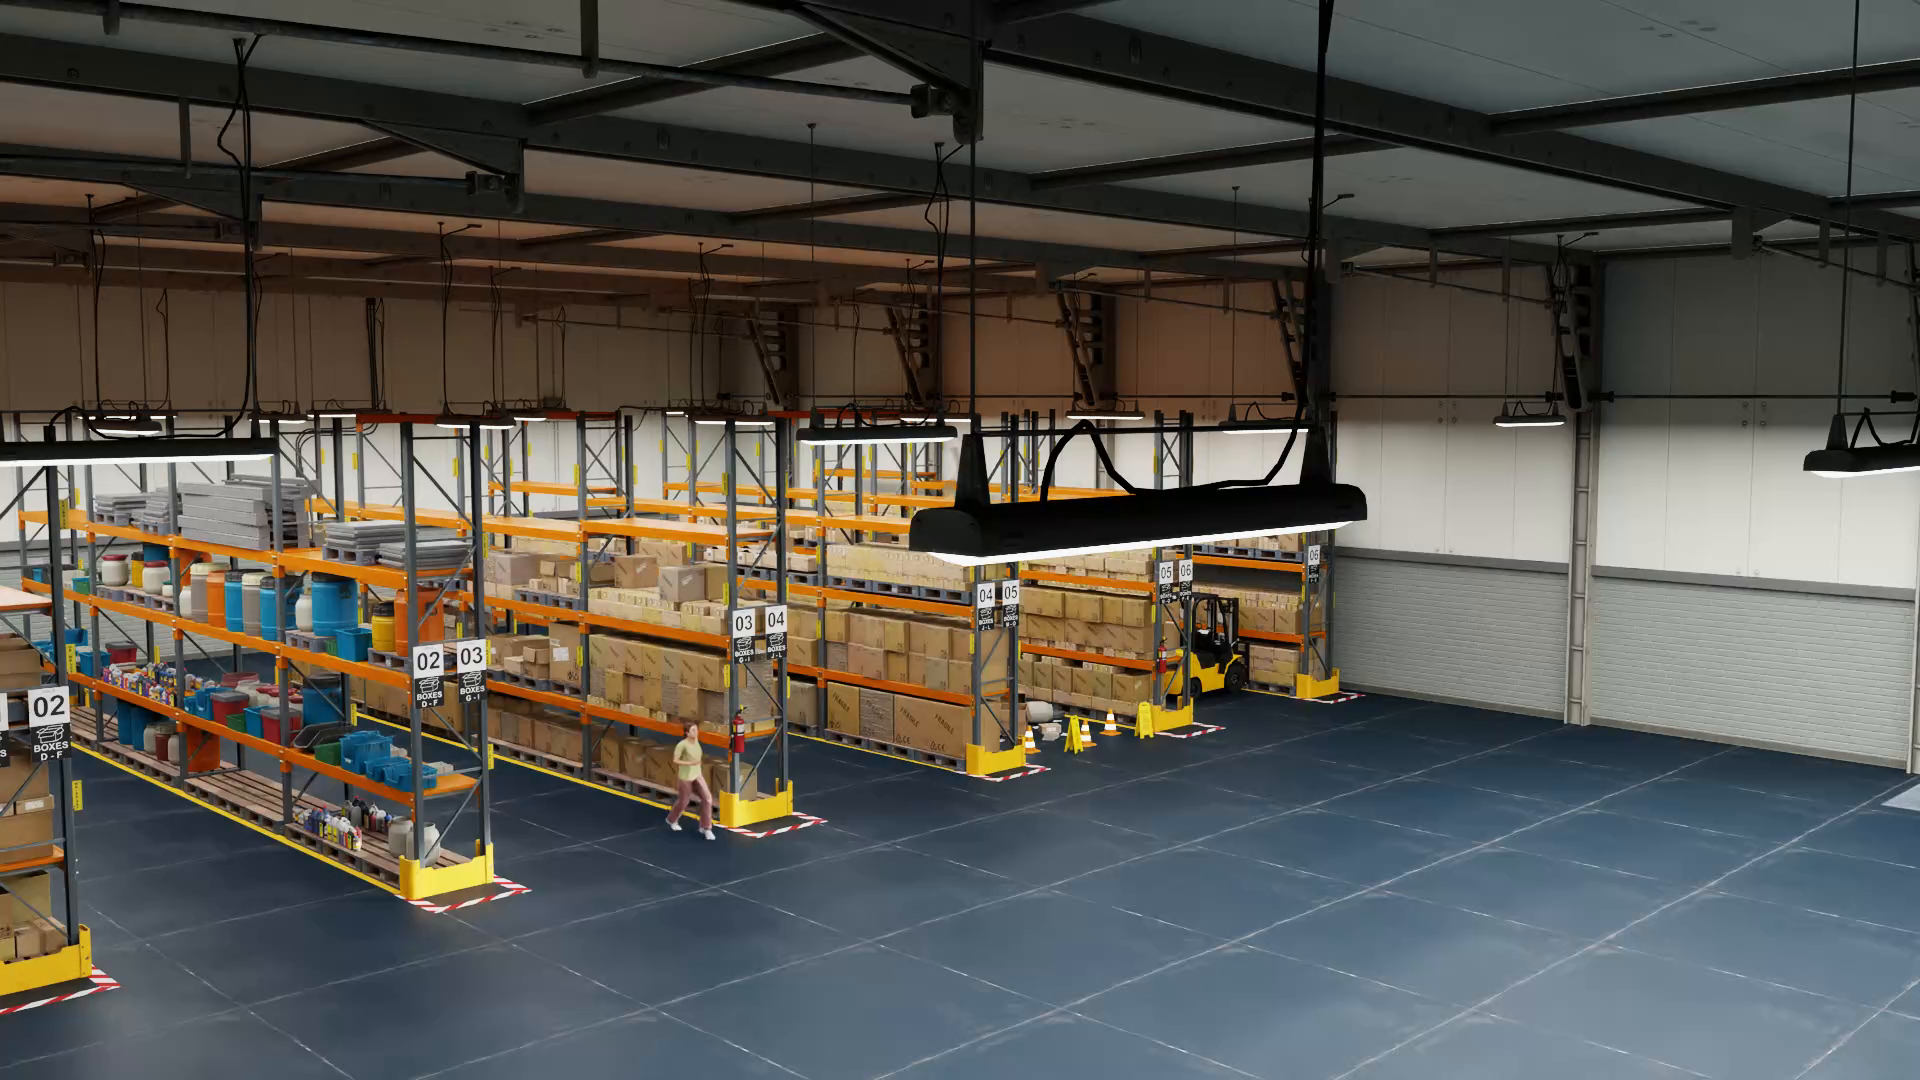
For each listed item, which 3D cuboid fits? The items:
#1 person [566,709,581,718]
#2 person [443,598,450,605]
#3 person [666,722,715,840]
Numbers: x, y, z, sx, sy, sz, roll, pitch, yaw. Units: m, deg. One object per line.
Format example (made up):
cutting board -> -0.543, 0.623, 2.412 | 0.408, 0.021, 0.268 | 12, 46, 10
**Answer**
person -> -7.246, 2.709, 31.713 | 0.632, 1.731, 0.685 | 4, 7, 42
person -> -12.132, 2.143, 39.187 | 0.704, 1.587, 0.505 | 1, 5, 16
person -> -3.906, 3.439, 23.861 | 0.889, 1.700, 0.598 | 4, 6, 39
